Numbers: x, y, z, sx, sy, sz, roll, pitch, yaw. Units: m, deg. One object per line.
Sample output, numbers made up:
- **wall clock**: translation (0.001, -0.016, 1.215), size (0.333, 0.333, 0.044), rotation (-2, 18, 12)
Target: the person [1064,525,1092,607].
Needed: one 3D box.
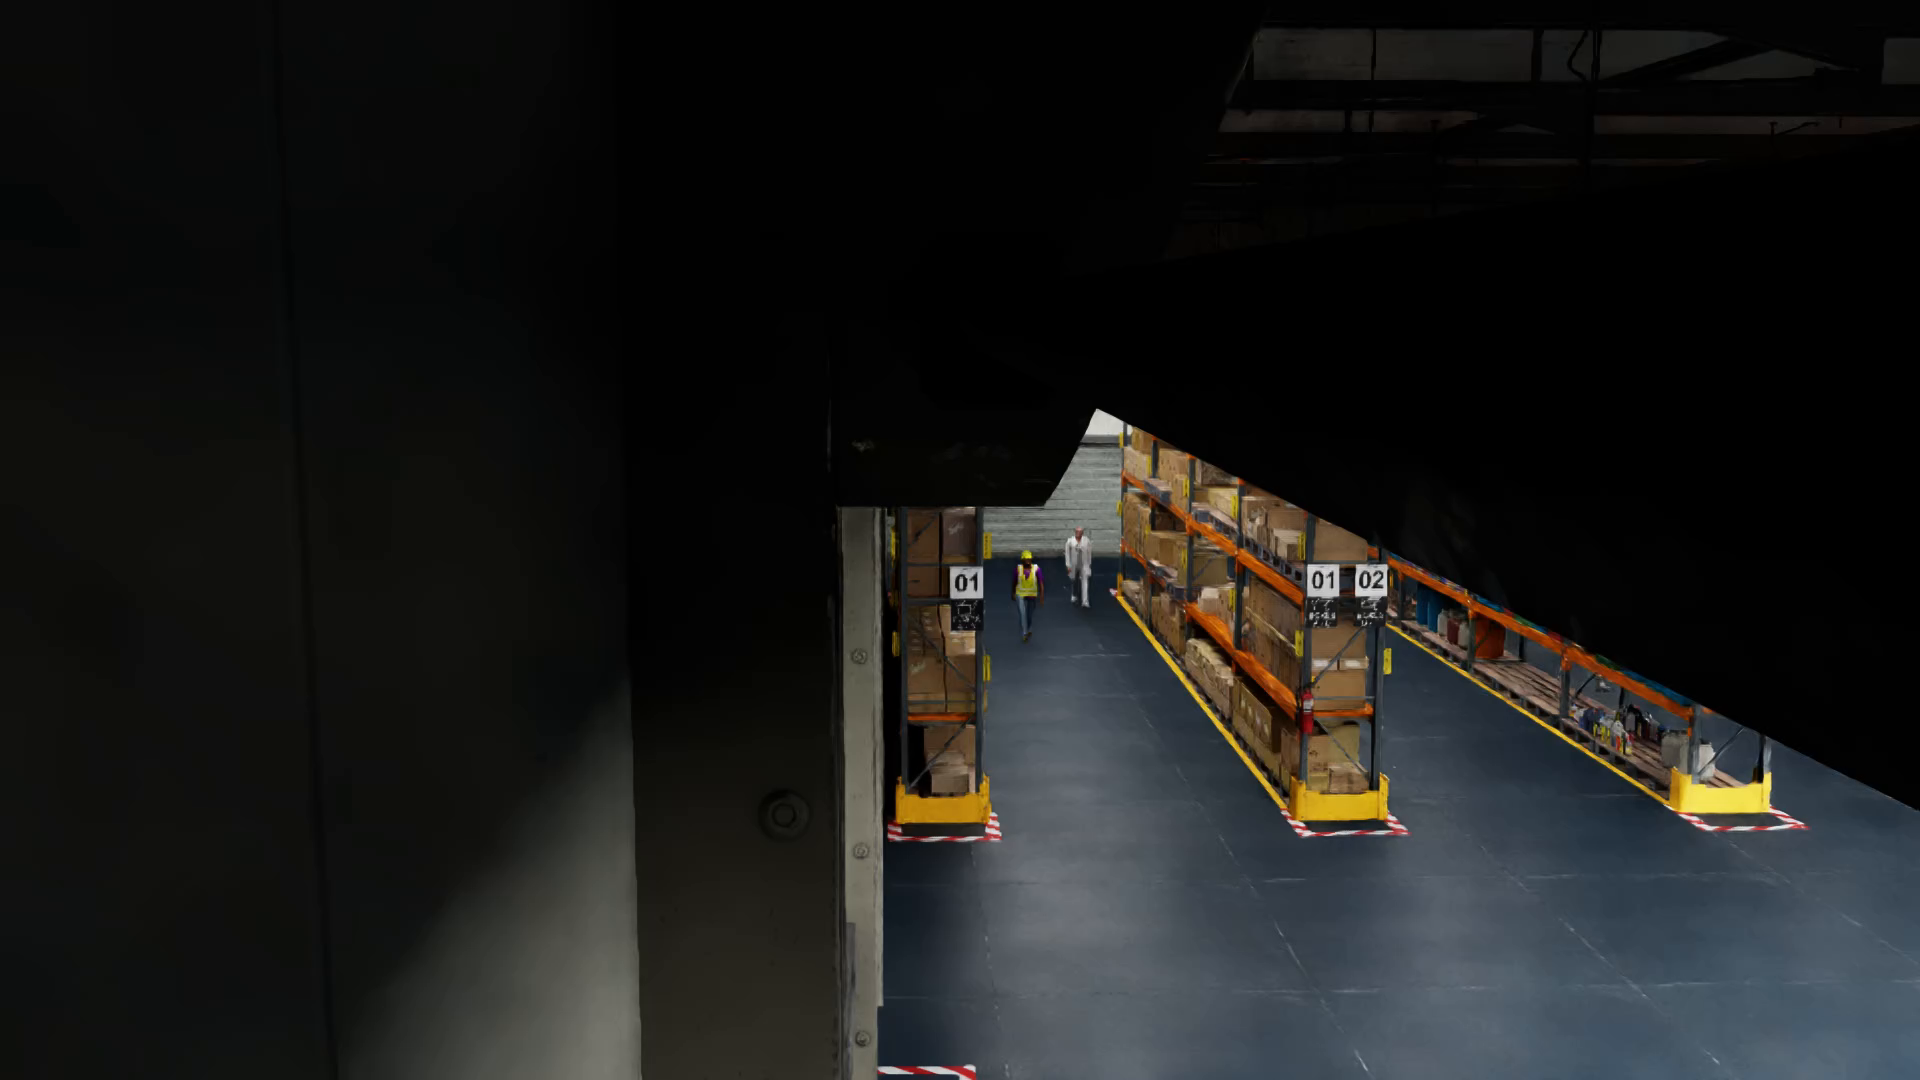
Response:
- **person**: translation (2.507, 0.622, 35.200), size (0.599, 1.505, 1.175), rotation (0, 8, 1)

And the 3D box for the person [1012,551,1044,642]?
- **person**: translation (1.297, 1.045, 31.635), size (0.589, 1.716, 1.043), rotation (-1, 8, -4)

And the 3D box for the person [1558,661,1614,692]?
- **person**: translation (10.276, 1.634, 27.367), size (0.686, 1.716, 0.838), rotation (-3, 8, -18)
